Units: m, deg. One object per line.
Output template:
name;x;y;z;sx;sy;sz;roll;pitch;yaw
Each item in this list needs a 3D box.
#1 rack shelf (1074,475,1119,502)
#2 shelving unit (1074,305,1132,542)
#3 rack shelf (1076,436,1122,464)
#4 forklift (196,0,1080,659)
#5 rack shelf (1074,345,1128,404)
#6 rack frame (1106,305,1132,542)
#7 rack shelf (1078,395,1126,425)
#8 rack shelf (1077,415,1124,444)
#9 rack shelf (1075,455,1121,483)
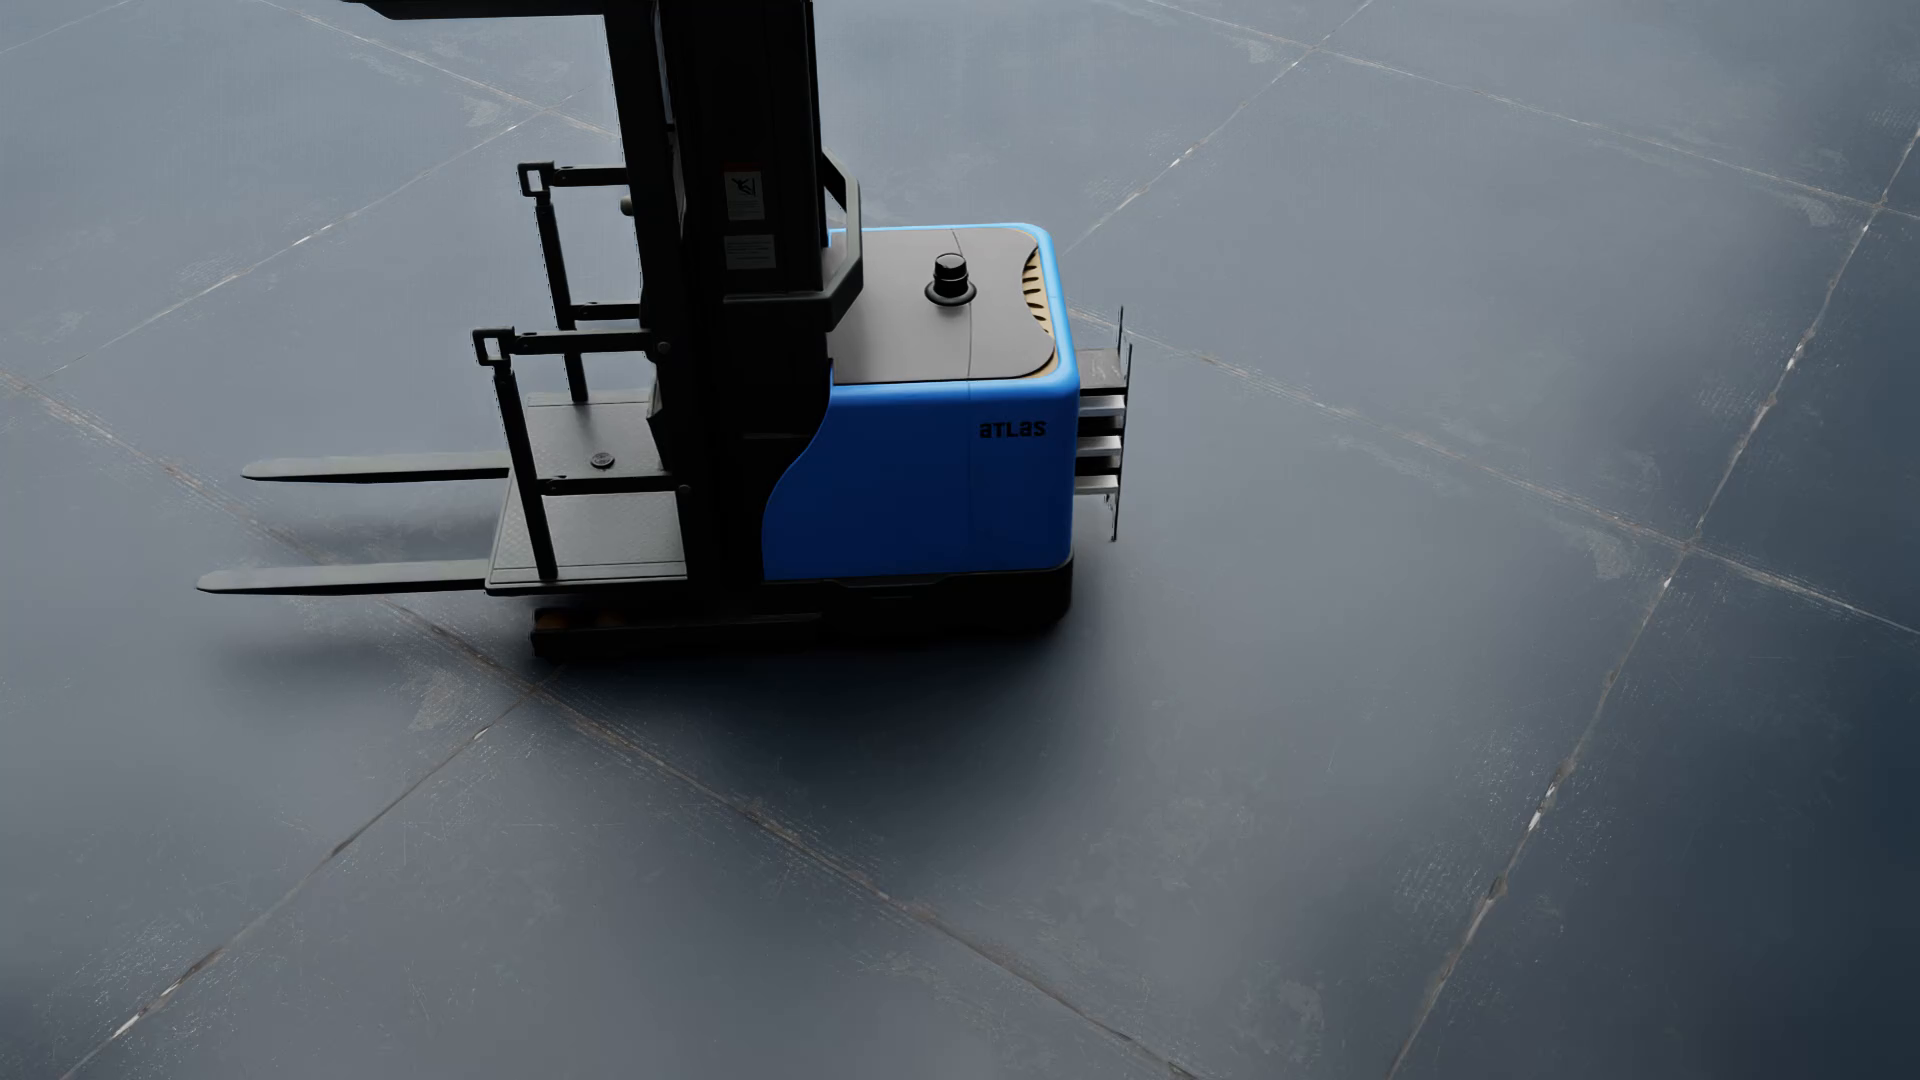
rack shelf;0.473;-0.246;6.170;0.200;0.077;0.258;-2;42;-3
shelving unit;0.473;-0.405;6.028;0.210;0.900;0.258;-2;42;-3
rack shelf;0.473;-0.380;6.050;0.200;0.077;0.258;-2;42;-3
forklift;-1.145;-1.044;5.219;3.031;2.935;1.130;-2;42;-3
rack shelf;0.473;-0.581;5.870;0.200;0.077;0.258;-2;42;-3
rack frame;0.574;-0.409;6.032;0.006;0.900;0.240;-2;42;-3
rack shelf;0.473;-0.514;5.930;0.200;0.077;0.258;-2;42;-3
rack shelf;0.473;-0.447;5.990;0.200;0.077;0.258;-2;42;-3
rack shelf;0.473;-0.313;6.110;0.200;0.077;0.258;-2;42;-3
